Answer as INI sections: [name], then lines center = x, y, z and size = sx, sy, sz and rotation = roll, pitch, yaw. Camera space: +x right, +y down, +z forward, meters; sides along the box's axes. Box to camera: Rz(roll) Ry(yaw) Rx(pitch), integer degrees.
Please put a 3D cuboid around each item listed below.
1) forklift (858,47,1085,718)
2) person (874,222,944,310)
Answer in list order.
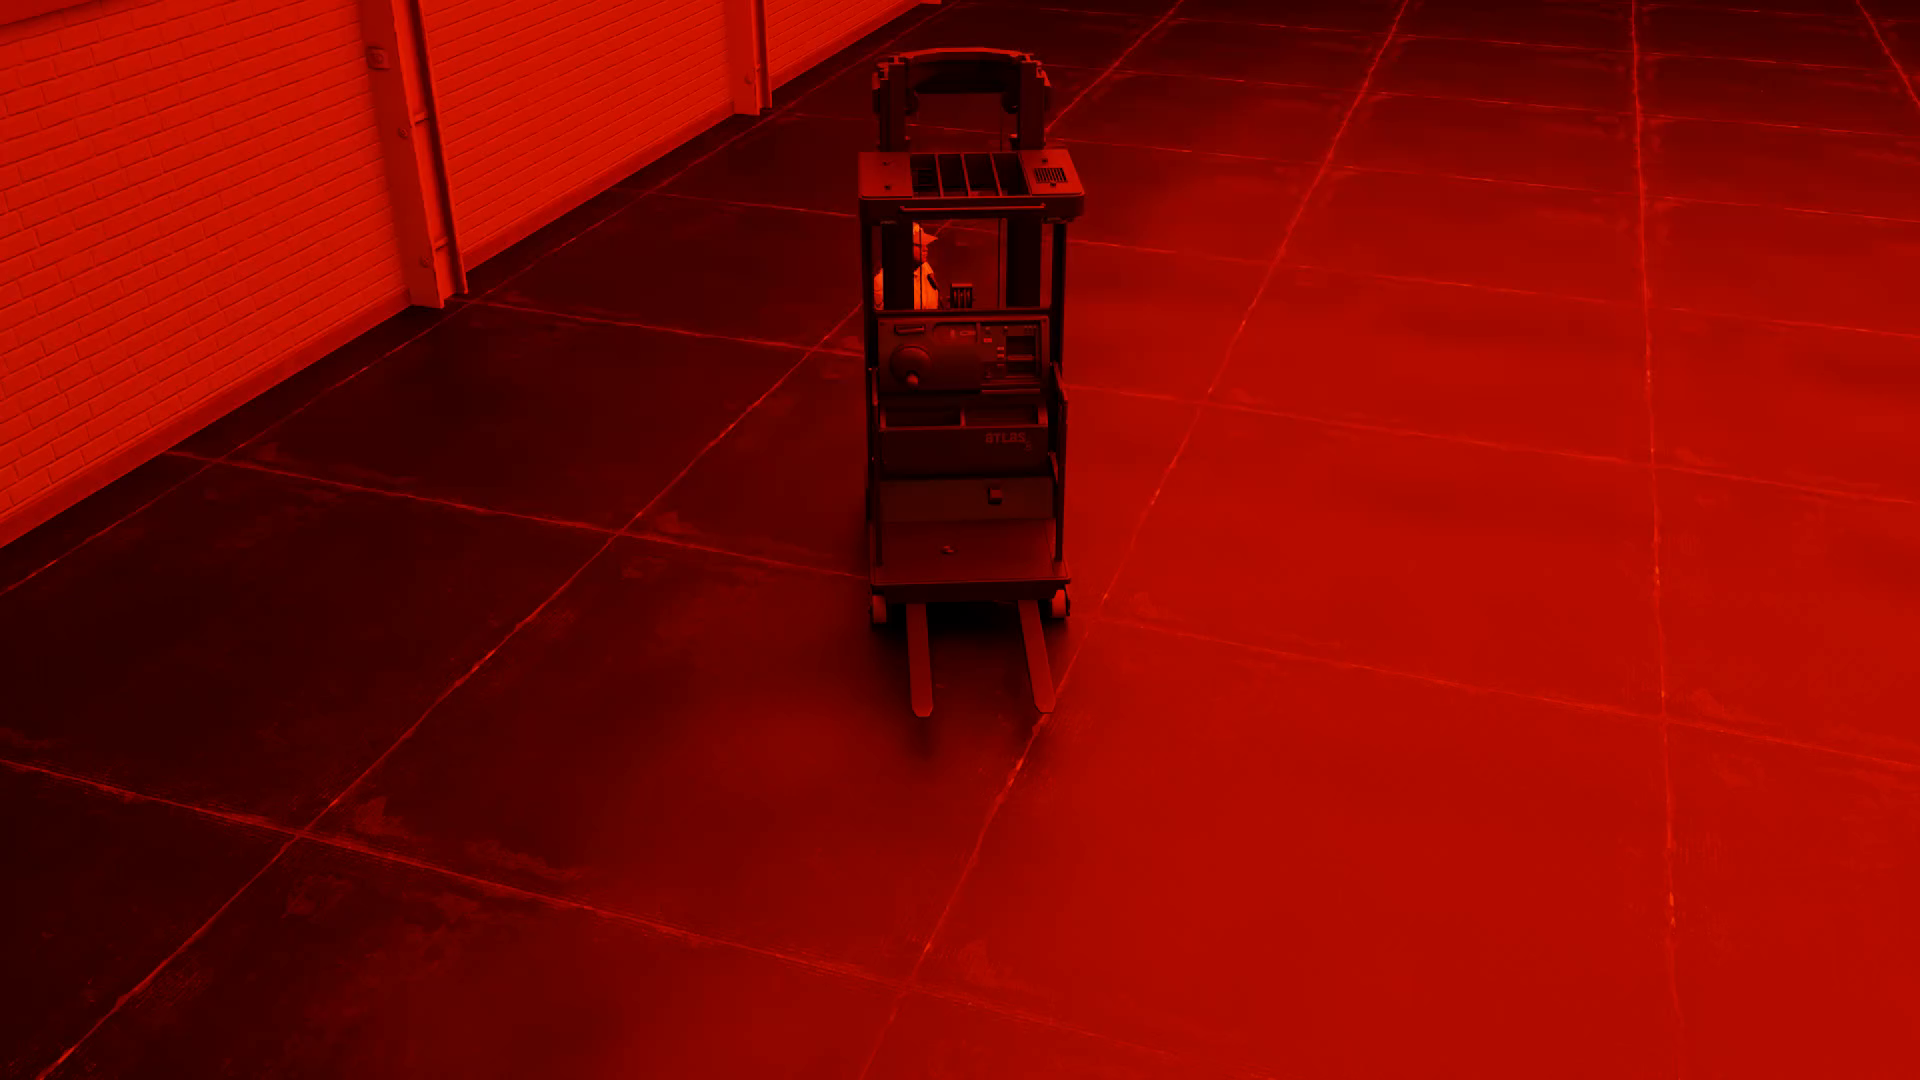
[forklift]
center = 0.035, -0.972, 8.842
size = 1.130, 2.935, 3.031
rotation = -2, 30, -3
[person]
center = -0.252, -1.140, 10.396
size = 0.529, 1.670, 0.598
rotation = 22, 36, 34
